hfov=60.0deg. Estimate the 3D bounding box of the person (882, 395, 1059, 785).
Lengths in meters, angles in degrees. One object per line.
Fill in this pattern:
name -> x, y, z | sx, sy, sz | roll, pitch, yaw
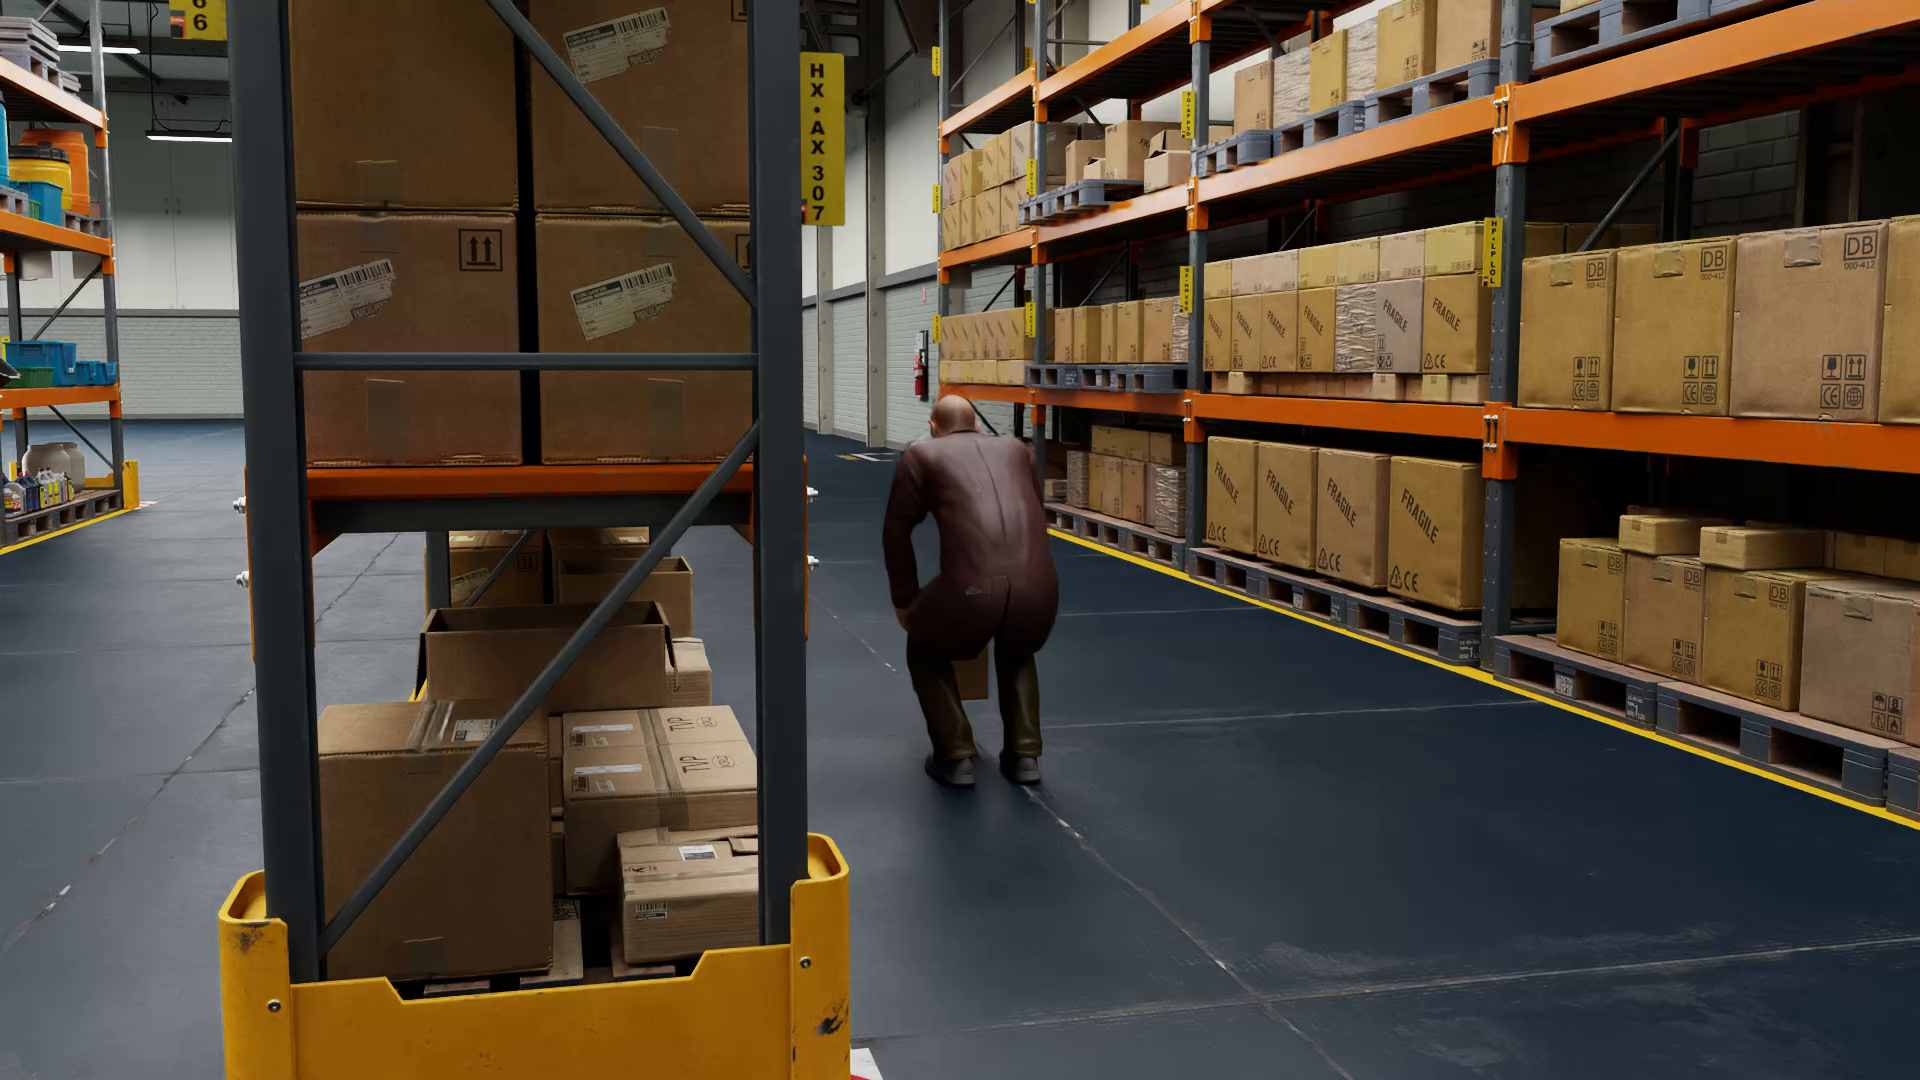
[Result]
person -> 0.046, 0.176, 6.089 | 0.631, 1.388, 0.735 | -1, 6, -14
